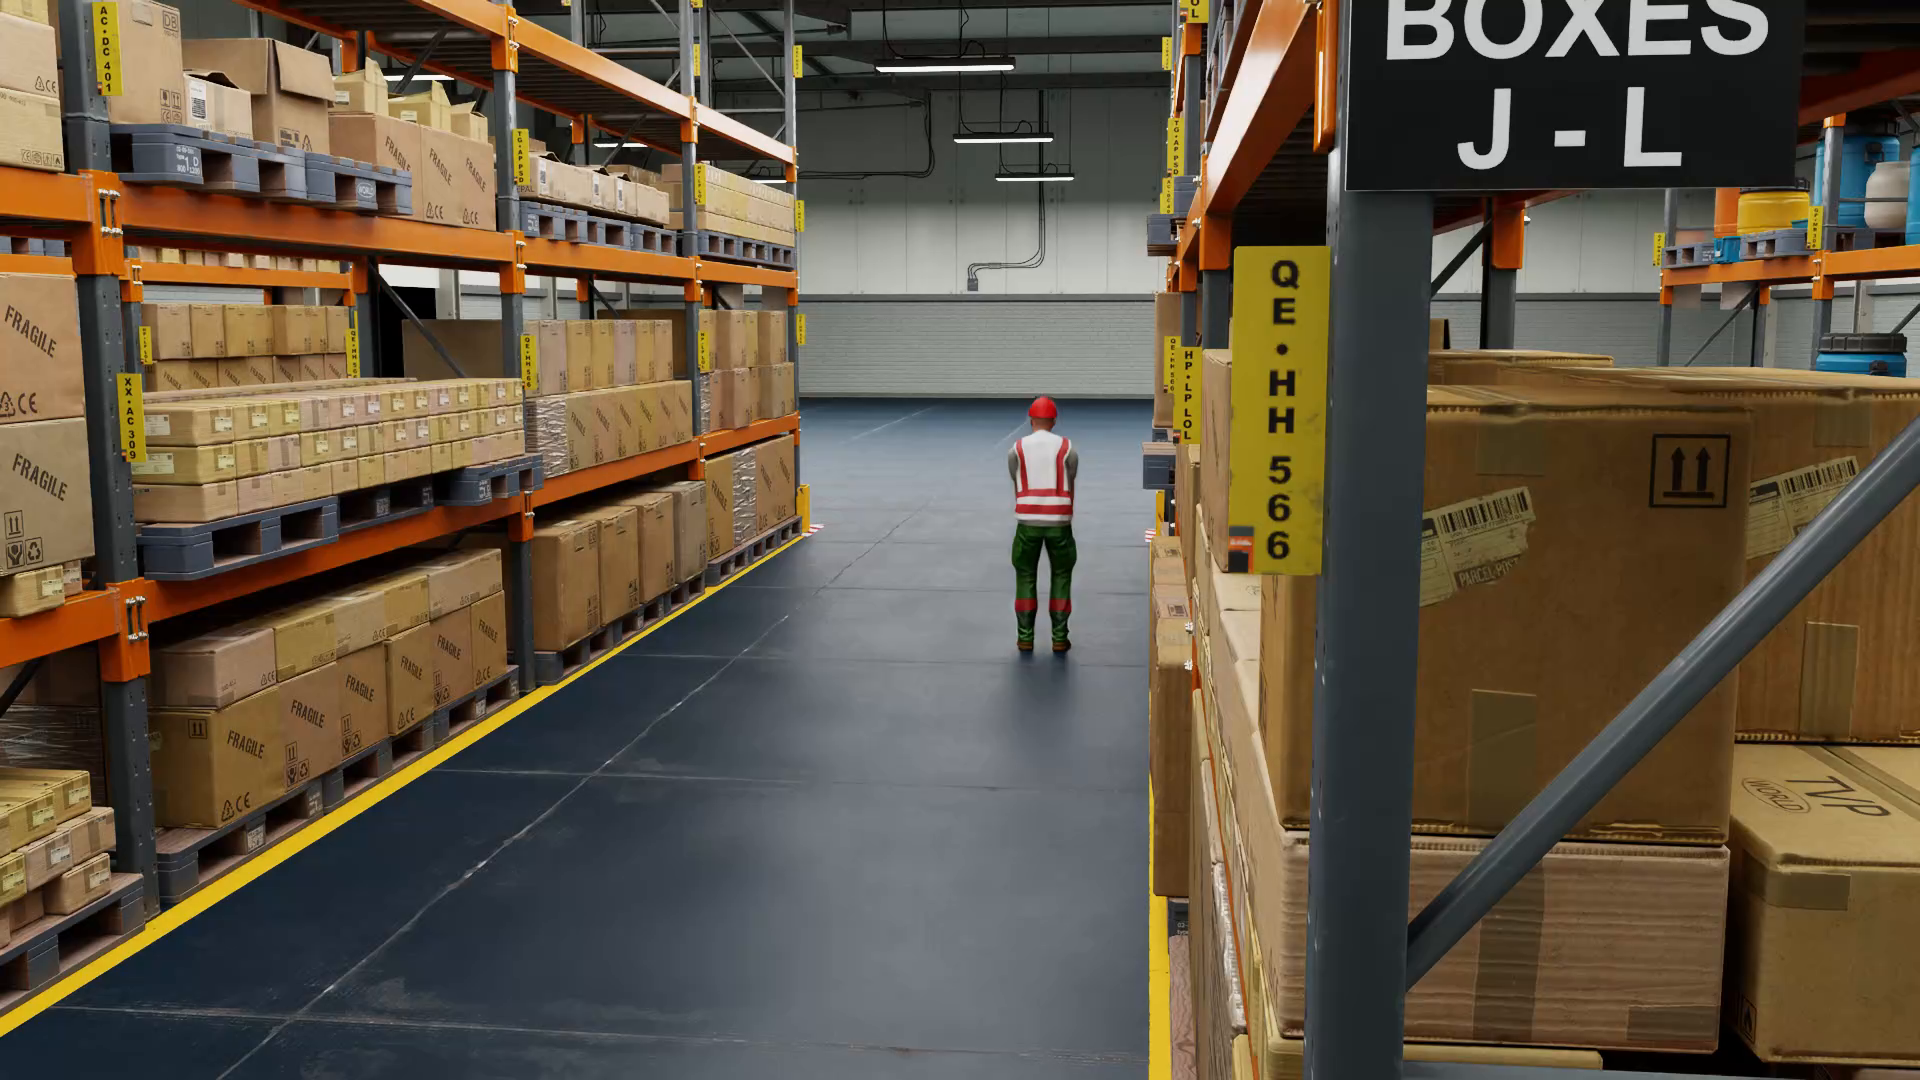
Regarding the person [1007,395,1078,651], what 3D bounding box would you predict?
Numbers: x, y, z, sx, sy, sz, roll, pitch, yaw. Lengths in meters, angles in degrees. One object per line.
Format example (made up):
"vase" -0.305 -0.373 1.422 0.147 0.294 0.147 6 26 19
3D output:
"person" 0.584 -0.135 11.723 0.495 1.786 0.550 1 8 6
